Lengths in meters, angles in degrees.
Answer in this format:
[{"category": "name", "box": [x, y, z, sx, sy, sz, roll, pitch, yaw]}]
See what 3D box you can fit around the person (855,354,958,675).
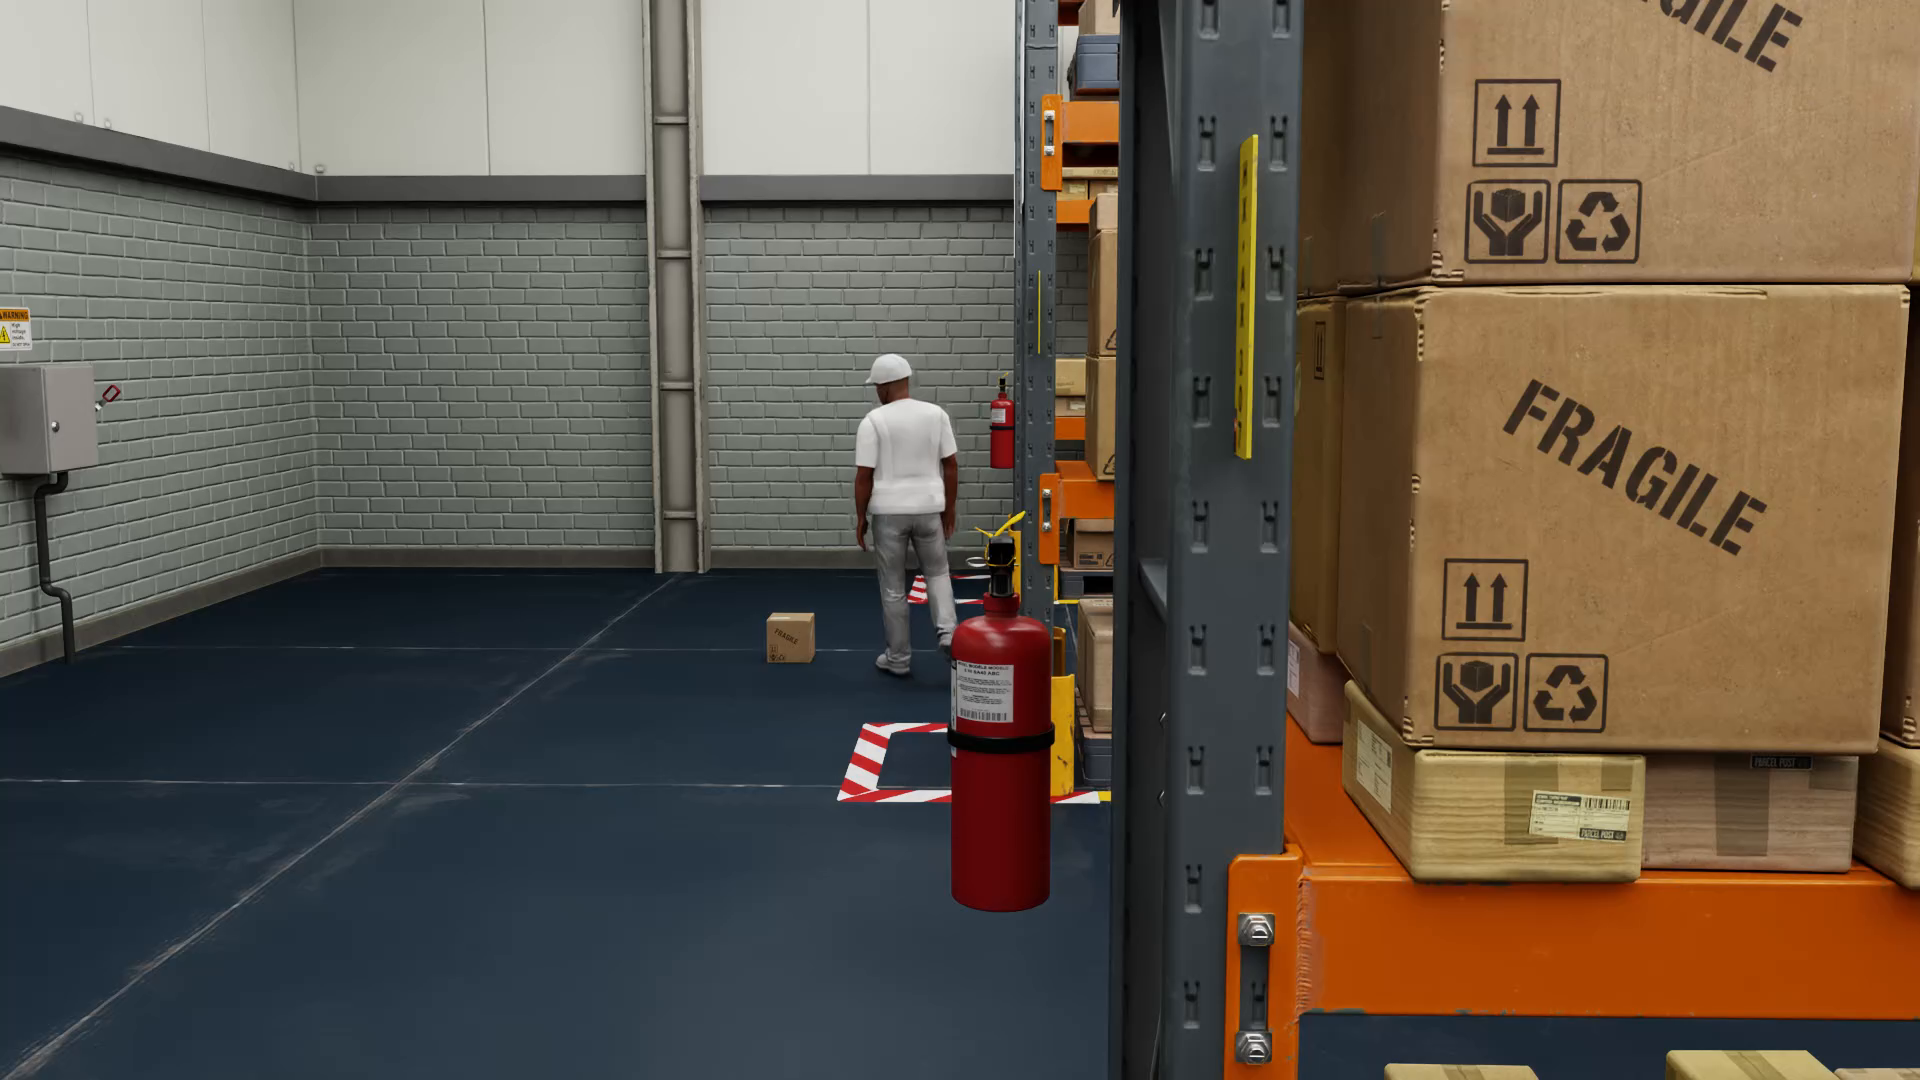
[{"category": "person", "box": [-0.270, -0.130, 9.088, 0.599, 1.766, 0.654, -3, 8, -20]}]
